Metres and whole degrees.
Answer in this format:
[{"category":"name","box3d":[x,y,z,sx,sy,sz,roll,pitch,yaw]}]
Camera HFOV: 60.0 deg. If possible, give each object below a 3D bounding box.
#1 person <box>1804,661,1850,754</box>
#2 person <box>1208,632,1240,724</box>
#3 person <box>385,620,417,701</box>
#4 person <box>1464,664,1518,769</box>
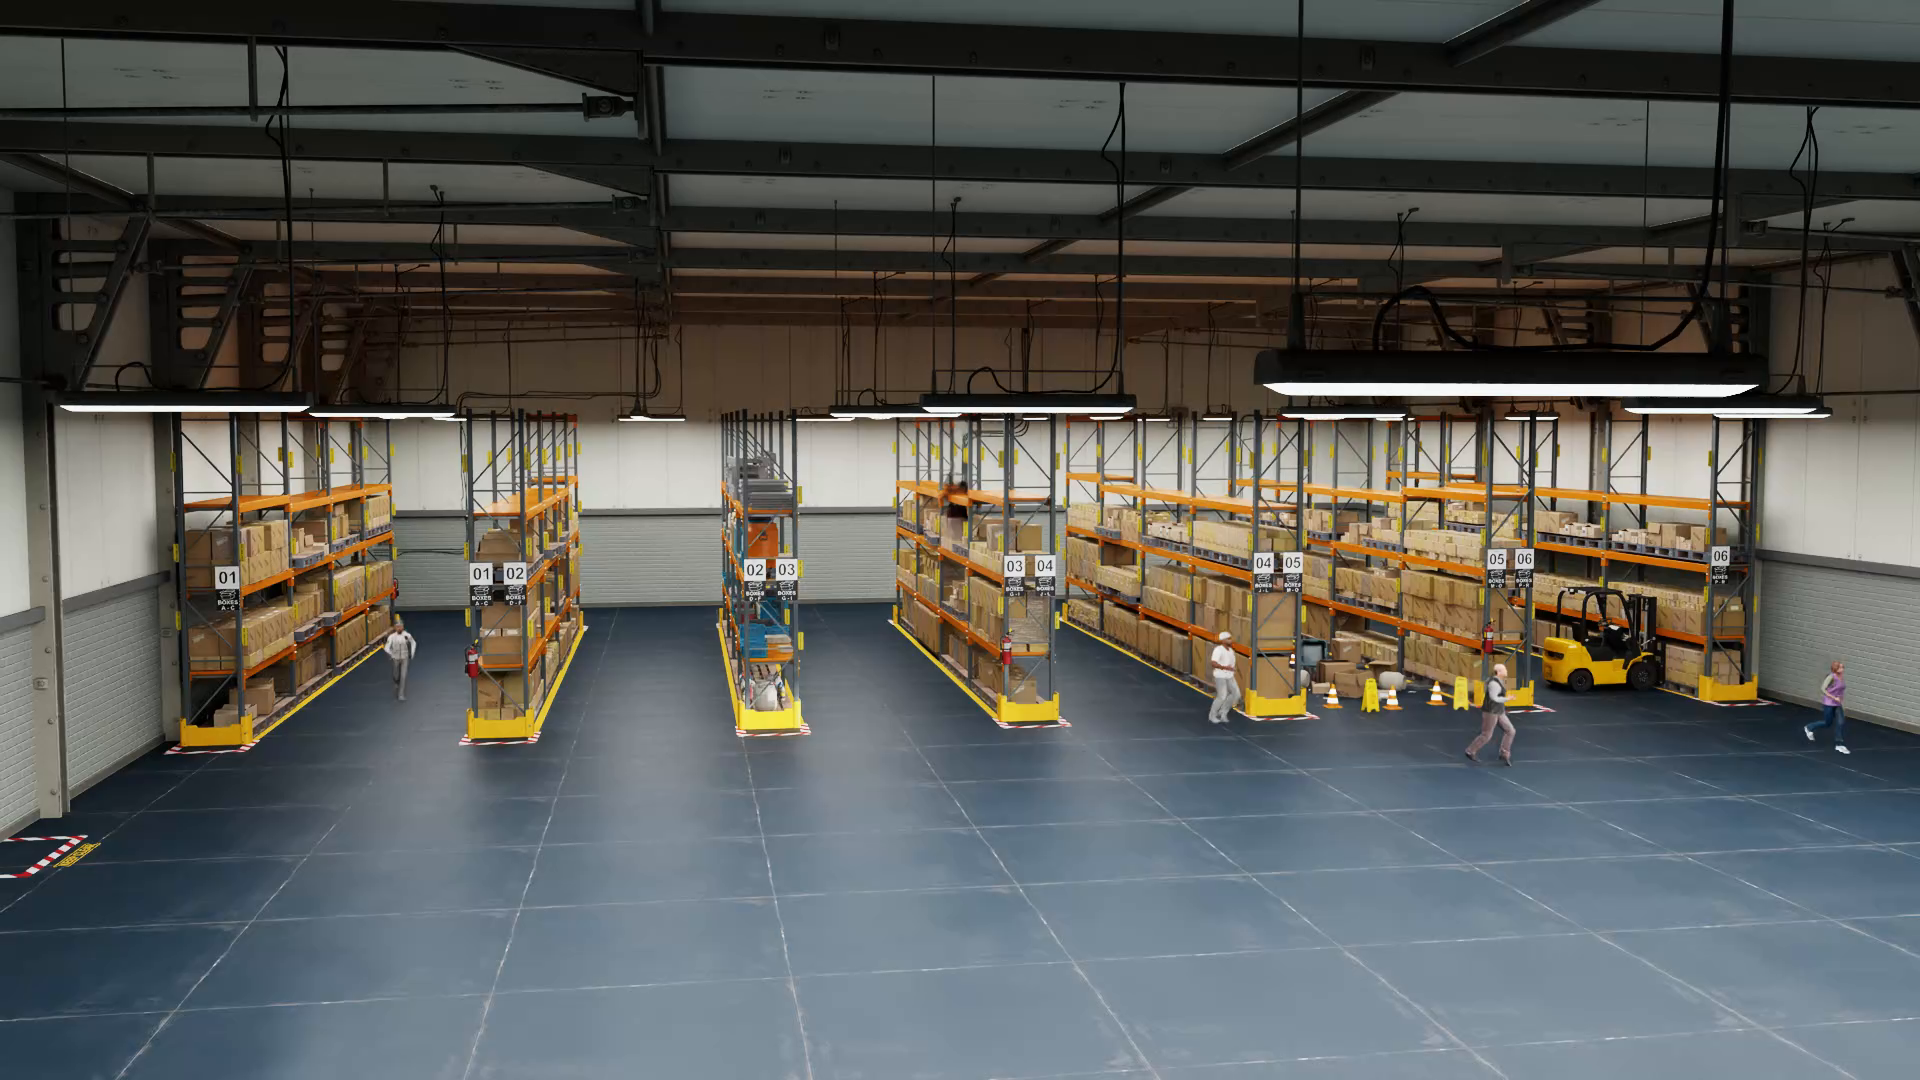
[{"category":"person","box3d":[15.294,2.903,29.201,0.566,1.588,0.828,-2,5,-30]},{"category":"person","box3d":[5.089,2.634,31.798,0.621,1.762,0.701,4,6,44]},{"category":"person","box3d":[-11.640,2.480,34.638,0.630,1.661,0.861,-1,4,-19]},{"category":"person","box3d":[8.880,2.935,27.788,0.851,1.763,0.674,2,5,29]}]
